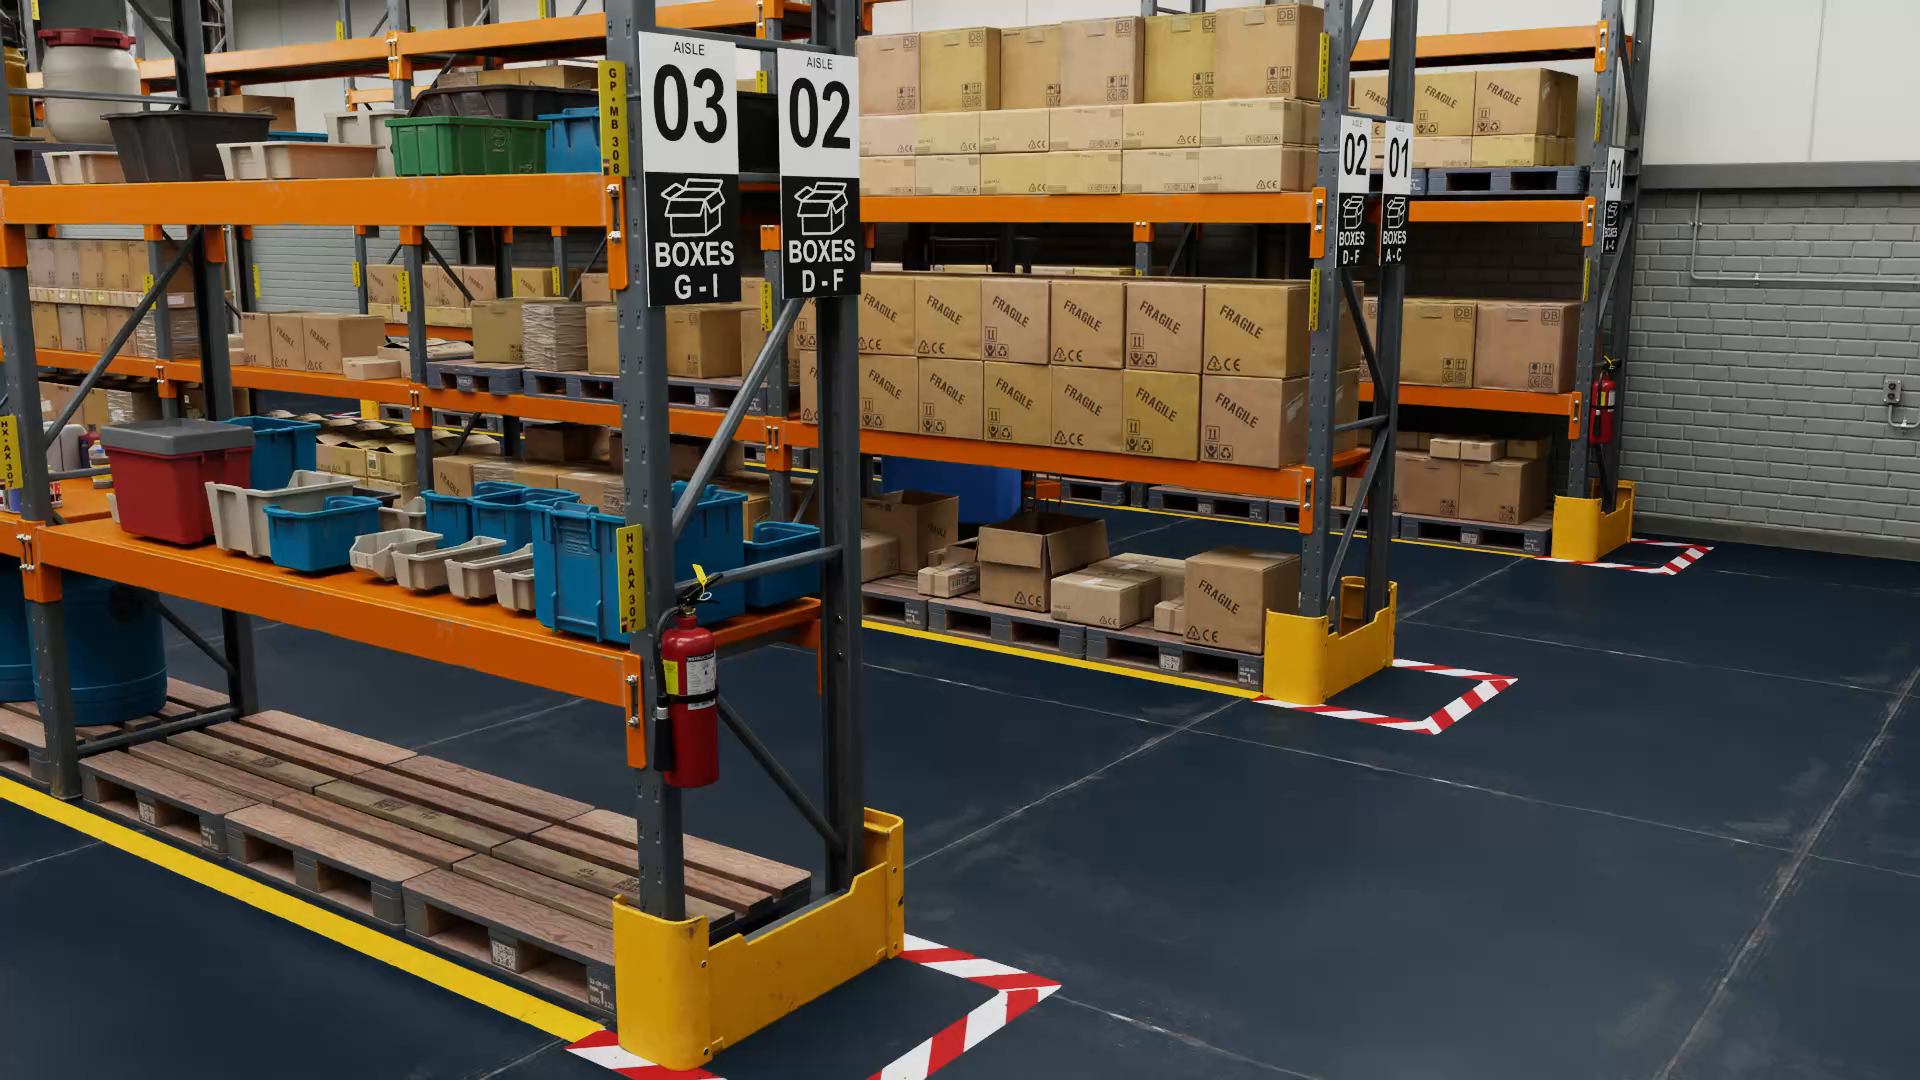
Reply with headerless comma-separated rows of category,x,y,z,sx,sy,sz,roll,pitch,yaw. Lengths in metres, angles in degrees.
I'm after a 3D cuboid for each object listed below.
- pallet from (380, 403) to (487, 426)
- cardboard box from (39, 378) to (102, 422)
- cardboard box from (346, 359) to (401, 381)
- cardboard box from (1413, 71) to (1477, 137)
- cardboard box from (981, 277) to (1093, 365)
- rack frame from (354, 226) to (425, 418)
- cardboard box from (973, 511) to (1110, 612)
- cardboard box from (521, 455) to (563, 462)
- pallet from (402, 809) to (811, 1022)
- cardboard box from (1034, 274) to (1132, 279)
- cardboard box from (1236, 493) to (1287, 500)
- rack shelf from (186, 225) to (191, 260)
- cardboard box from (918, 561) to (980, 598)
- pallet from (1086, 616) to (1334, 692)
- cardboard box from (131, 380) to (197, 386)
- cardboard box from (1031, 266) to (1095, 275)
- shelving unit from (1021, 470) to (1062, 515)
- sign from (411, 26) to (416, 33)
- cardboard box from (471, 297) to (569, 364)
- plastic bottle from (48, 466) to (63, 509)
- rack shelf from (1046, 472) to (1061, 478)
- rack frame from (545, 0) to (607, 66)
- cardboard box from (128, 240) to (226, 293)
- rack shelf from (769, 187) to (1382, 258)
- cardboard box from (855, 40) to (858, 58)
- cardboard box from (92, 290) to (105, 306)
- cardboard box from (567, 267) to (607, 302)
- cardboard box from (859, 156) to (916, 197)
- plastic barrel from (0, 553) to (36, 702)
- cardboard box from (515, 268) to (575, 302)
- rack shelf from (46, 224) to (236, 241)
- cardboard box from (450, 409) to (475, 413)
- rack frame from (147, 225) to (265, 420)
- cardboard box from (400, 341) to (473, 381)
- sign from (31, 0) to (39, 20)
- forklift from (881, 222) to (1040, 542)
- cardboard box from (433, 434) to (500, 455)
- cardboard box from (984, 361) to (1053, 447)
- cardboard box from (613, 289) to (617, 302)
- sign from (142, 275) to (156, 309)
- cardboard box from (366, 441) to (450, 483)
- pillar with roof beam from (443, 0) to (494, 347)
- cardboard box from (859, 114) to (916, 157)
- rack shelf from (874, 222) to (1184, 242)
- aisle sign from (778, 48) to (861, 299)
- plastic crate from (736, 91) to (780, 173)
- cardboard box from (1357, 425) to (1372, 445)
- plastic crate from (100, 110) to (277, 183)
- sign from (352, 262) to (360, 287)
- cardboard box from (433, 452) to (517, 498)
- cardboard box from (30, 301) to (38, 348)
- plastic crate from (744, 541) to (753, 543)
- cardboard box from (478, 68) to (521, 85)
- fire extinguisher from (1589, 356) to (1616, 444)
pallet,-7.030,-1.728,22.406,1.213,0.211,1.003,8,13,36
cardboard box,-9.539,-1.463,17.856,0.500,0.500,0.500,8,13,36
cardboard box,-5.095,-1.480,14.442,0.250,0.149,0.380,8,13,36
cardboard box,4.023,-3.524,13.504,0.500,0.500,0.500,8,14,37
cardboard box,0.478,-1.365,10.290,0.500,0.500,0.500,8,14,37
rack frame,-7.725,-3.202,22.685,0.127,3.000,1.000,8,13,36
cardboard box,0.535,0.126,10.897,0.637,0.503,0.797,8,13,36
cardboard box,-3.313,-0.464,13.952,0.500,0.500,0.500,9,14,38
pallet,-1.335,1.384,6.322,1.213,0.211,1.003,8,13,36
cardboard box,0.804,-1.446,10.714,0.500,0.500,0.500,8,13,35
cardboard box,2.892,-0.675,15.099,0.500,0.500,0.700,8,13,35
rack shelf,-5.529,-1.681,8.817,4.000,0.370,1.077,8,13,36
cardboard box,-0.069,0.257,11.107,0.250,0.166,0.380,8,13,36
pallet,1.538,0.627,10.236,1.213,0.211,1.003,8,13,36
cardboard box,-8.425,-1.431,17.687,0.500,0.500,0.500,8,13,36
cardboard box,1.013,-2.499,15.974,0.500,0.250,0.500,8,14,37
shelving unit,0.639,-0.352,13.083,0.252,1.050,0.215,-7,13,-31
sign,-7.380,-6.767,22.439,0.005,0.325,0.100,8,13,36
cardboard box,-3.632,-1.746,13.787,0.500,0.500,0.700,3,11,17
plastic bottle,-4.367,-0.255,7.973,0.097,0.201,0.097,0,11,0
rack shelf,0.639,-0.620,13.031,0.240,0.259,0.215,-7,13,-31
rack frame,-4.501,-5.698,19.791,0.127,3.000,1.000,8,13,36
cardboard box,-7.791,-2.729,16.558,0.500,0.500,0.700,8,14,36
rack shelf,0.630,-1.989,10.410,4.000,0.370,1.077,8,13,36
cardboard box,-0.568,-3.058,11.147,0.500,0.500,0.700,8,13,36
cardboard box,-8.595,-2.474,16.948,0.250,0.149,0.380,8,13,35
cardboard box,-4.756,-3.142,20.740,0.500,0.500,0.500,8,13,34
cardboard box,-0.336,-2.344,10.746,0.500,0.250,0.500,8,13,36
plastic barrel,-4.916,0.344,8.772,0.708,0.901,0.600,8,13,36
cardboard box,-5.065,-3.063,20.332,0.500,0.500,0.500,8,13,35
rack shelf,-9.042,-3.338,17.384,4.000,0.370,1.077,8,13,36
cardboard box,-6.199,-1.945,21.610,0.500,0.500,0.700,7,13,32
rack frame,-7.430,-1.994,16.438,0.127,3.000,1.000,8,13,36
cardboard box,-4.473,-1.548,14.368,0.500,0.311,0.500,9,14,39
sign,-10.321,-5.968,18.518,0.005,0.325,0.100,8,13,36
forklift,0.096,-1.557,14.361,1.130,2.935,3.031,2,11,9
cardboard box,-4.454,-0.779,14.818,0.500,0.311,0.500,9,14,37
cardboard box,0.495,-0.874,10.386,0.500,0.500,0.500,8,13,35
cardboard box,-3.665,-2.891,19.656,0.500,0.500,0.700,10,15,41
sign,-7.757,-2.373,15.908,0.005,0.325,0.100,8,13,36
cardboard box,-4.774,-0.697,14.391,0.500,0.311,0.500,8,14,37
pillar with roof beam,-9.197,-5.542,18.986,0.400,9.000,9.100,8,13,36
cardboard box,-0.333,-2.590,10.703,0.500,0.250,0.500,8,13,36
rack shelf,0.335,-3.197,16.657,4.000,0.370,1.077,8,13,36
aisle sign,-0.459,-1.200,5.493,0.004,0.787,0.394,8,13,36
plastic crate,-0.838,-1.381,5.719,0.590,0.269,0.497,8,13,36
cardboard box,3.540,-0.952,14.819,0.250,0.149,0.380,8,13,35
plastic crate,-3.078,-1.563,6.660,0.590,0.269,0.497,8,13,36
sign,-8.046,-3.544,22.173,0.005,0.325,0.100,8,13,36
cardboard box,-4.008,-0.438,13.819,0.500,0.500,0.500,9,14,38
cardboard box,-9.859,-2.380,18.170,0.500,0.500,0.700,8,14,37
plastic crate,-0.907,0.086,6.222,0.298,0.136,0.250,8,13,36
cardboard box,-3.447,-3.449,13.169,0.500,0.500,0.500,8,13,36
fire extinguisher,5.019,-1.095,12.977,0.183,0.674,0.296,8,13,36
